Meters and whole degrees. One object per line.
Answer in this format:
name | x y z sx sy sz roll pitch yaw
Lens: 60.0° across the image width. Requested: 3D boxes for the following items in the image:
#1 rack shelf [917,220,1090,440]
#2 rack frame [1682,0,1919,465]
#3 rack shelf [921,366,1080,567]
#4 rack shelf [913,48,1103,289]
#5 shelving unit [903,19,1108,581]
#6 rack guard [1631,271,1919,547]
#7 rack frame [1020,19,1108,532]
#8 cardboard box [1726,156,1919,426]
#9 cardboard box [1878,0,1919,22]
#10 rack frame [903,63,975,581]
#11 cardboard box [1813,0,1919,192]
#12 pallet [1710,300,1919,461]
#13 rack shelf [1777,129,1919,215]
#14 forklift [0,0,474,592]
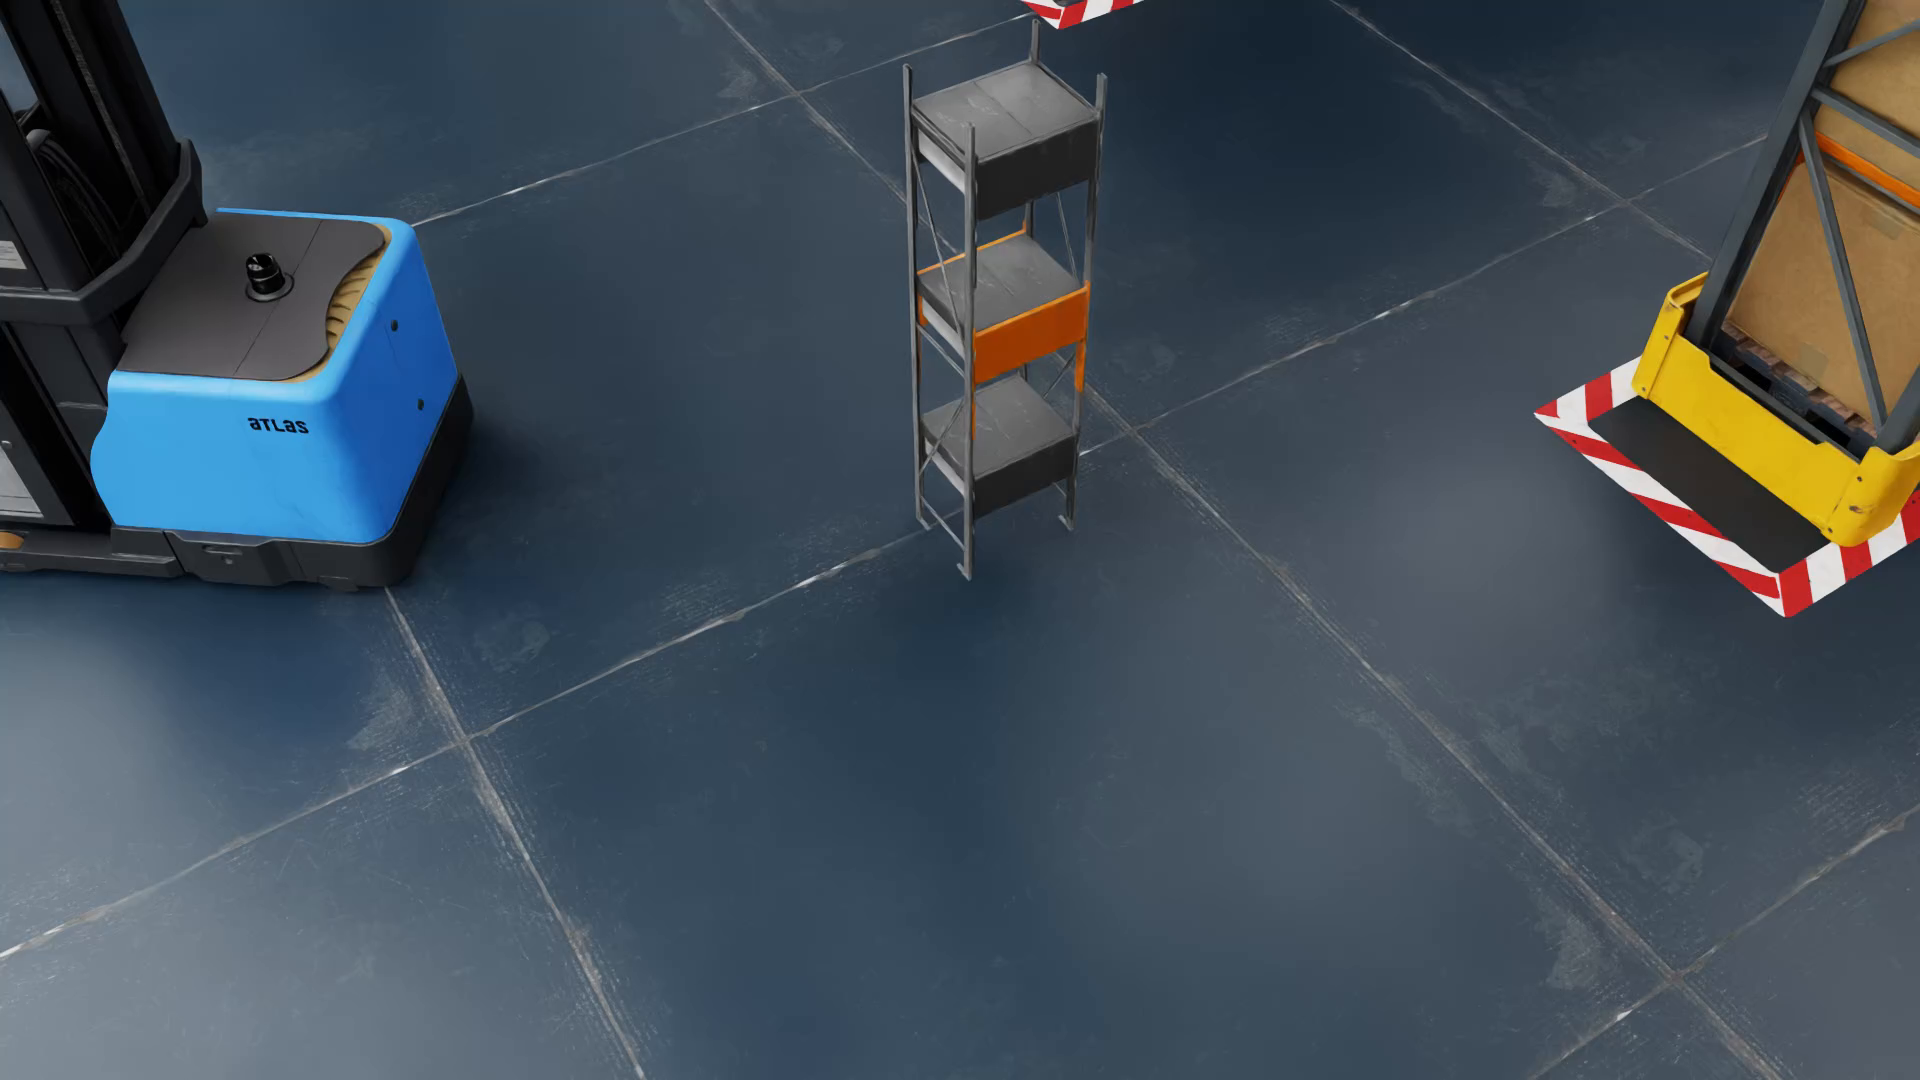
rack shelf | 0.140 -0.755 5.980 0.480 0.518 0.431 -25 53 -21
rack frame | 3.399 -1.396 5.930 0.127 3.000 1.000 -25 53 -21
rack shelf | 0.140 -0.290 6.503 0.480 0.518 0.431 -25 53 -21
rack shelf | 0.140 -1.221 5.457 0.480 0.518 0.431 -25 53 -21
shelving unit | 0.140 -0.764 5.970 0.503 2.100 0.431 -25 53 -21
rack guard | 3.379 -0.555 6.855 0.348 0.500 1.175 -25 53 -21
rack frame | 0.346 -0.861 6.056 0.015 2.100 0.400 -25 53 -21
cardboard box | 3.937 -1.141 6.845 0.875 0.875 0.875 -25 53 -21
cardboard box | 3.734 -1.929 5.581 0.550 0.550 0.875 -25 53 -21
rack frame | -0.066 -0.667 5.883 0.015 2.100 0.400 -25 53 -21
cardboard box | 3.689 -1.623 6.031 0.550 0.550 0.875 -25 53 -21
pallet | 4.034 -0.837 7.299 1.213 0.211 1.003 -25 53 -21
rack shelf | 5.091 -1.954 6.909 4.000 0.370 1.077 -25 53 -21
forklift | -3.613 -1.238 5.835 3.031 2.935 1.130 4 48 4
